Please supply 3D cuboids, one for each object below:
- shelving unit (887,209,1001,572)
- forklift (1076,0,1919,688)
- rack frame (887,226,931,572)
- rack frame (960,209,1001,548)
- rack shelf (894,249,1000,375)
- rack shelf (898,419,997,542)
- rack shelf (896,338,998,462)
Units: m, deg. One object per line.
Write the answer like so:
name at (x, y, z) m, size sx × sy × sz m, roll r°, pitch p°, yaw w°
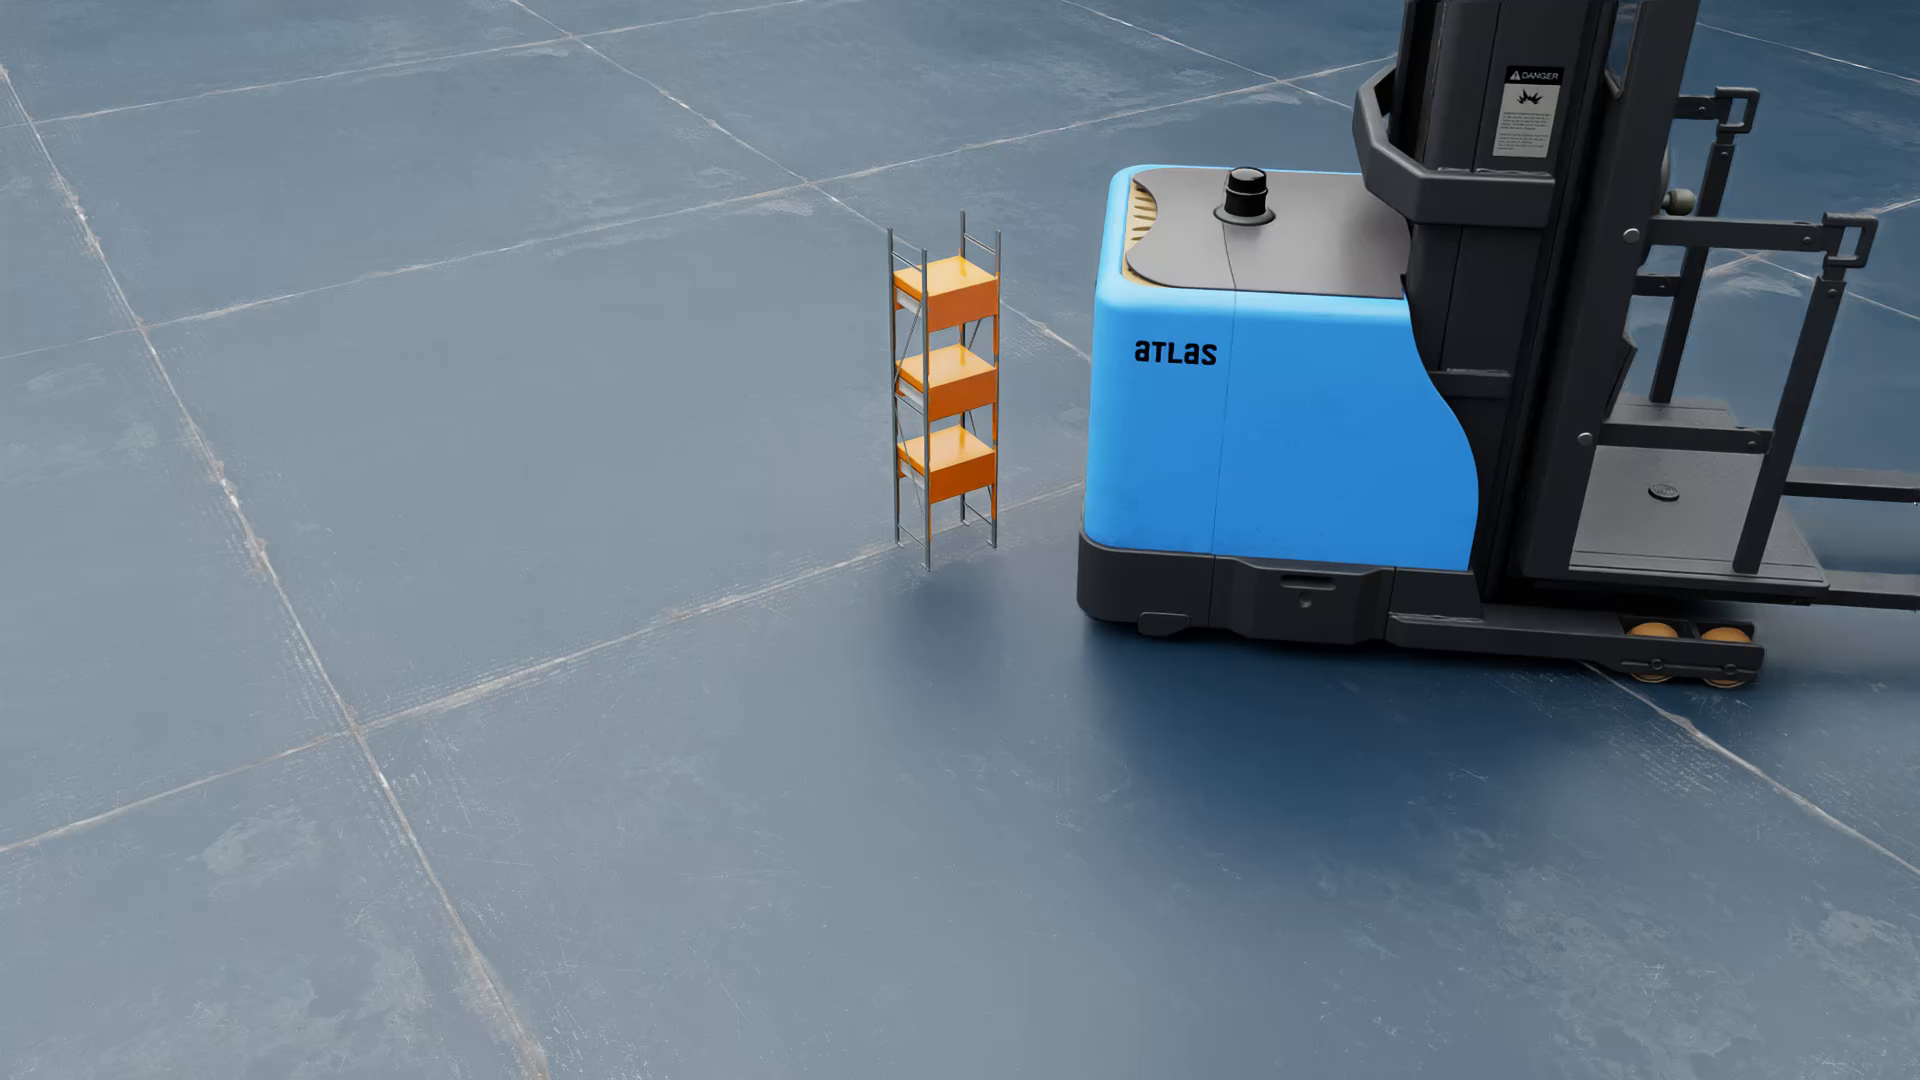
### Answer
shelving unit at (-0.045, -0.429, 4.945) m, size 0.252 × 1.050 × 0.215 m, roll -19°, pitch 37°, yaw -27°
forklift at (1.895, -1.132, 4.298) m, size 3.031 × 2.935 × 1.130 m, roll 4°, pitch 32°, yaw 6°
rack frame at (-0.148, -0.393, 4.889) m, size 0.008 × 1.050 × 0.200 m, roll -19°, pitch 37°, yaw -27°
rack frame at (0.058, -0.464, 5.001) m, size 0.008 × 1.050 × 0.200 m, roll -19°, pitch 37°, yaw -27°
rack shelf at (-0.045, -0.660, 4.800) m, size 0.240 × 0.259 × 0.215 m, roll -19°, pitch 37°, yaw -27°
rack shelf at (-0.045, -0.185, 5.099) m, size 0.240 × 0.259 × 0.215 m, roll -19°, pitch 37°, yaw -27°
rack shelf at (-0.045, -0.420, 4.951) m, size 0.240 × 0.259 × 0.215 m, roll -19°, pitch 37°, yaw -27°
